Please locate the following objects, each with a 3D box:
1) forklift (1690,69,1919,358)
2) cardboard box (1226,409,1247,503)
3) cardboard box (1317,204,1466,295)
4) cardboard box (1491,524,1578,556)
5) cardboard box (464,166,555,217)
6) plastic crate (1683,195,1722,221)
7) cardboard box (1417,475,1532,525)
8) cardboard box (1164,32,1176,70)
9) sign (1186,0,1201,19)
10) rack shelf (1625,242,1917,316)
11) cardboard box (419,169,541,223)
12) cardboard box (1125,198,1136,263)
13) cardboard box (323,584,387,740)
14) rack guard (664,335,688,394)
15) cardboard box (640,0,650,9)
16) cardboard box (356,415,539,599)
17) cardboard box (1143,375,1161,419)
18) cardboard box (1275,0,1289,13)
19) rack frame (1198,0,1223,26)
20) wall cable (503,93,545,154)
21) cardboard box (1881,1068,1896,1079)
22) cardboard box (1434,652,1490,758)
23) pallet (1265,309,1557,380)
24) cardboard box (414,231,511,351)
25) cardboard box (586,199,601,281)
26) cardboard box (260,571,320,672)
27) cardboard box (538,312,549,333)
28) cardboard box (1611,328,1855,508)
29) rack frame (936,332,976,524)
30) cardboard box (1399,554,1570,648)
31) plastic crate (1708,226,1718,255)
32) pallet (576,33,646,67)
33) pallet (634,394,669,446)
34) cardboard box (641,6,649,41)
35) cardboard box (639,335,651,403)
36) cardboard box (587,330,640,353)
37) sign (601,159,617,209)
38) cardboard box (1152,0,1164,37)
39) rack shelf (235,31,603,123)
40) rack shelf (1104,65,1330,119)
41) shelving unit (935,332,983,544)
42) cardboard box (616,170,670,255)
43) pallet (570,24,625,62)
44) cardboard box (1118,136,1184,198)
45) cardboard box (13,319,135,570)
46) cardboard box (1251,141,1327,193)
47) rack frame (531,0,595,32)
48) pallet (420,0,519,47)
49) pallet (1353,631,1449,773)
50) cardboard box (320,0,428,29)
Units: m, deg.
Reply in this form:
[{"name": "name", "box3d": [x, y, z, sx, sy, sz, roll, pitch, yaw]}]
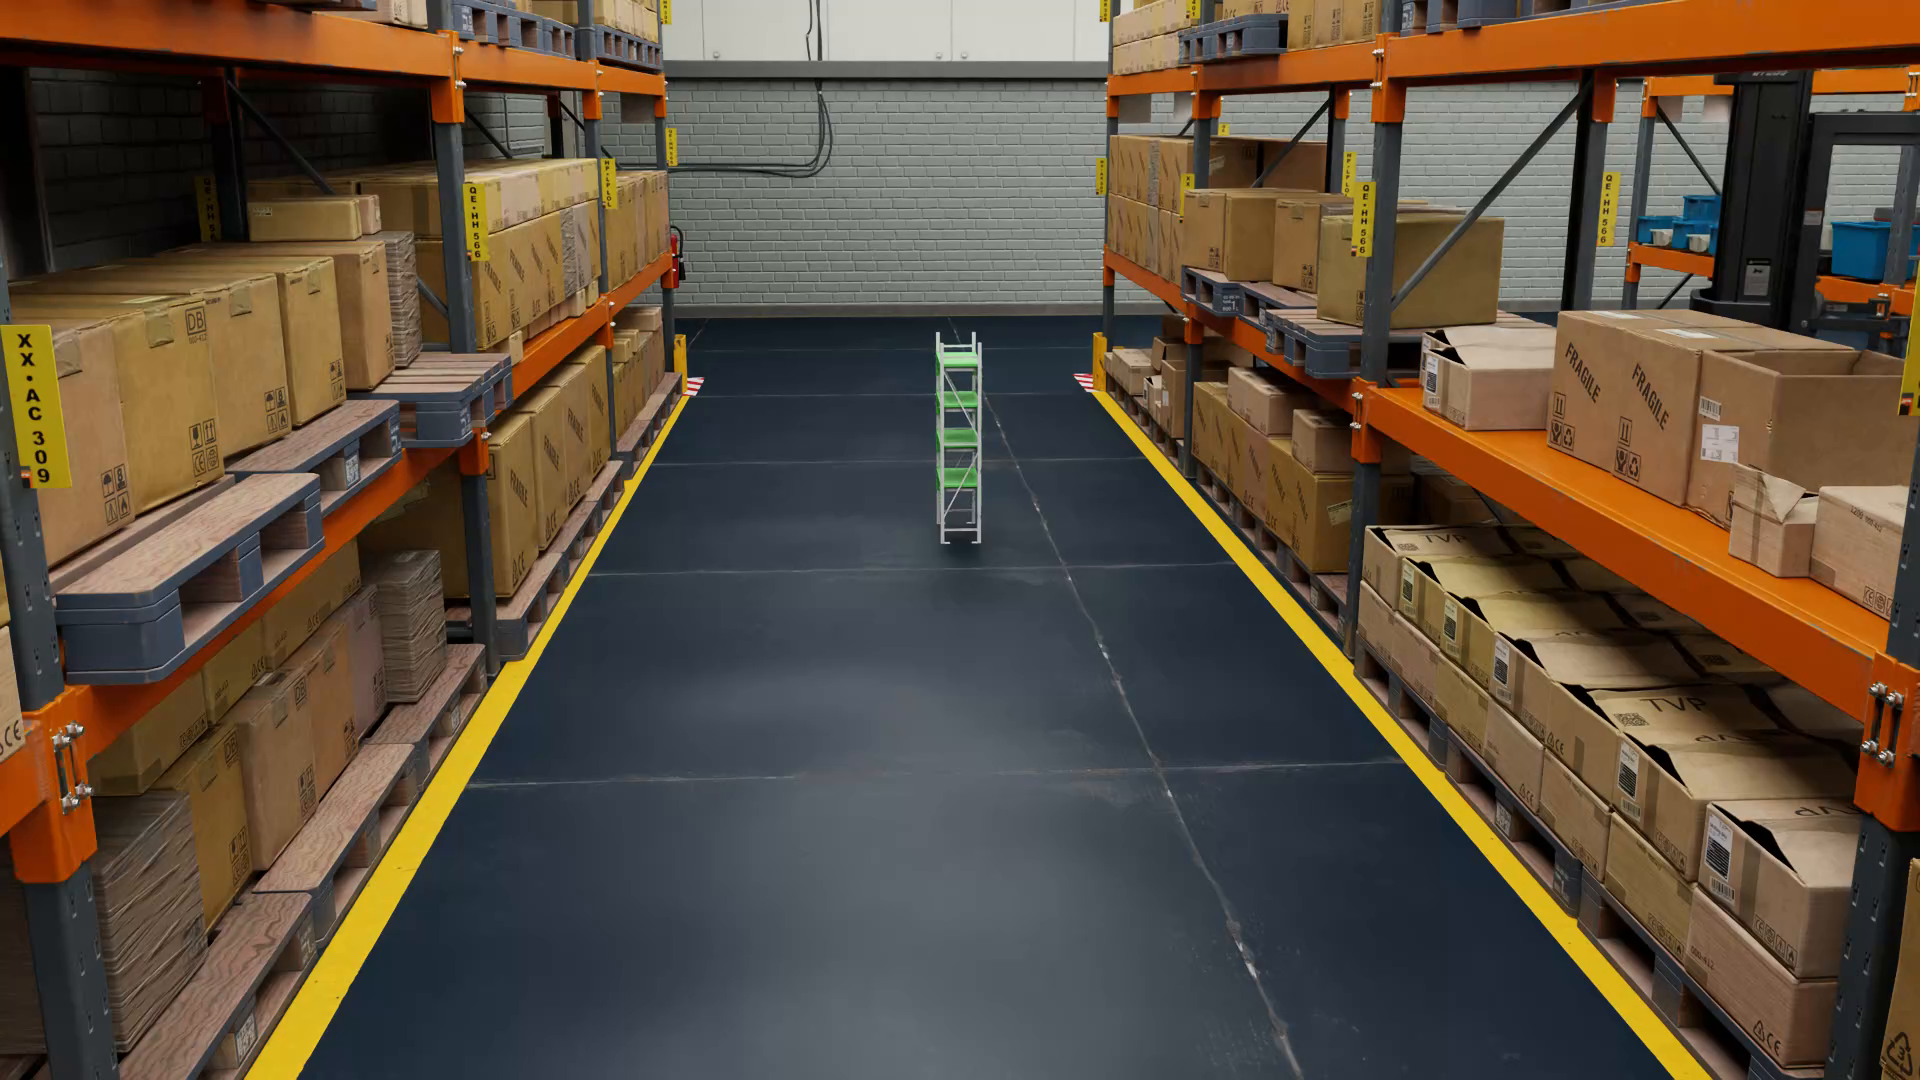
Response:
[{"name": "forklift", "box3d": [5.338, -1.521, 10.056, 3.031, 2.935, 1.130, 6, 15, 21]}, {"name": "cardboard box", "box3d": [1.933, -0.521, 10.164, 0.500, 0.500, 0.500, -1, 14, -3]}, {"name": "cardboard box", "box3d": [2.309, -1.541, 8.954, 0.700, 0.500, 0.500, 2, 15, 7]}, {"name": "cardboard box", "box3d": [2.605, 0.079, 7.250, 0.500, 0.311, 0.500, -1, 14, -2]}, {"name": "cardboard box", "box3d": [-2.495, -1.894, 9.025, 0.500, 0.250, 0.500, -1, 14, -5]}, {"name": "plastic crate", "box3d": [6.982, -2.935, 15.223, 0.616, 0.435, 0.499, -1, 14, -3]}, {"name": "cardboard box", "box3d": [2.584, -0.024, 8.235, 0.500, 0.500, 0.500, 0, 14, -1]}, {"name": "cardboard box", "box3d": [1.763, -3.520, 11.971, 0.500, 0.250, 0.500, -1, 14, -3]}, {"name": "sign", "box3d": [1.538, -3.592, 10.909, 0.100, 0.325, 0.005, -1, 14, -3]}, {"name": "rack shelf", "box3d": [6.899, -2.124, 13.704, 1.077, 0.370, 4.000, -1, 14, -3]}, {"name": "cardboard box", "box3d": [-2.457, -1.767, 8.532, 0.500, 0.250, 0.500, -1, 14, -3]}, {"name": "cardboard box", "box3d": [1.661, -2.575, 13.813, 0.500, 0.500, 0.500, -1, 14, -4]}, {"name": "cardboard box", "box3d": [-2.605, 0.479, 6.279, 0.700, 0.500, 0.500, -1, 14, -4]}, {"name": "rack guard", "box3d": [-3.115, -1.612, 15.288, 1.175, 0.500, 0.348, -1, 14, -3]}, {"name": "cardboard box", "box3d": [-2.775, -4.509, 13.264, 0.500, 0.500, 0.500, 0, 14, -2]}, {"name": "cardboard box", "box3d": [-2.532, -0.174, 8.155, 0.750, 0.750, 0.750, -1, 14, -4]}, {"name": "cardboard box", "box3d": [1.714, -1.134, 12.926, 0.500, 0.311, 0.500, -1, 14, -3]}, {"name": "cardboard box", "box3d": [2.122, -3.194, 9.156, 0.600, 0.600, 0.600, -1, 15, -6]}, {"name": "rack frame", "box3d": [2.079, -4.804, 10.640, 1.000, 3.000, 0.127, -1, 14, -3]}, {"name": "wall cable", "box3d": [-4.137, -3.612, 16.008, 0.084, 1.984, 1.851, -1, 14, -3]}, {"name": "cardboard box", "box3d": [2.300, 1.339, 3.479, 0.500, 0.250, 0.500, -1, 14, -3]}, {"name": "cardboard box", "box3d": [2.136, 0.613, 6.300, 0.500, 0.250, 0.500, -1, 14, -5]}, {"name": "pallet", "box3d": [2.214, -0.979, 8.196, 1.213, 0.211, 1.003, -1, 14, -3]}, {"name": "cardboard box", "box3d": [-2.392, -1.154, 7.653, 0.500, 0.500, 0.500, 0, 14, -2]}, {"name": "cardboard box", "box3d": [-2.585, -1.913, 10.604, 0.500, 0.500, 0.500, -1, 14, -4]}, {"name": "cardboard box", "box3d": [-2.511, 0.256, 5.639, 0.500, 0.250, 0.500, -1, 14, -4]}, {"name": "cardboard box", "box3d": [-2.522, -1.247, 9.318, 0.380, 0.149, 0.250, 0, 14, -2]}, {"name": "cardboard box", "box3d": [2.479, -0.405, 5.379, 0.500, 0.500, 0.500, -1, 14, -3]}, {"name": "rack frame", "box3d": [-0.025, -0.683, 10.273, 0.240, 1.200, 0.015, -1, 14, -3]}, {"name": "cardboard box", "box3d": [2.107, 0.218, 6.711, 0.500, 0.311, 0.500, -1, 14, -5]}, {"name": "plastic crate", "box3d": [6.543, -2.523, 14.030, 0.416, 0.233, 0.300, -1, 14, -3]}, {"name": "pallet", "box3d": [-2.978, -3.738, 12.692, 1.003, 0.211, 1.213, -1, 14, -3]}, {"name": "pallet", "box3d": [-2.913, -0.966, 13.356, 1.003, 0.211, 1.213, -1, 14, -3]}, {"name": "cardboard box", "box3d": [-2.769, -4.141, 13.338, 0.500, 0.250, 0.500, -1, 14, -6]}, {"name": "cardboard box", "box3d": [-2.907, -1.387, 13.572, 0.700, 0.500, 0.500, -1, 14, -5]}, {"name": "cardboard box", "box3d": [-2.681, -1.534, 12.841, 0.380, 0.149, 0.250, -1, 14, -5]}, {"name": "sign", "box3d": [-2.324, -2.355, 10.994, 0.100, 0.325, 0.005, -1, 14, -3]}, {"name": "cardboard box", "box3d": [1.721, -3.887, 12.391, 0.500, 0.250, 0.500, -1, 14, -3]}, {"name": "rack shelf", "box3d": [-2.741, -2.429, 8.869, 1.077, 0.370, 4.000, -1, 14, -3]}, {"name": "rack shelf", "box3d": [1.955, -3.501, 13.037, 1.077, 0.370, 4.000, -1, 14, -3]}, {"name": "shelving unit", "box3d": [-0.010, -0.622, 10.037, 0.258, 1.200, 0.503, -1, 14, -3]}, {"name": "cardboard box", "box3d": [-3.072, -2.835, 14.423, 0.980, 0.700, 0.700, 0, 14, -1]}, {"name": "pallet", "box3d": [-2.906, -3.435, 11.516, 1.003, 0.211, 1.213, -1, 14, -3]}, {"name": "cardboard box", "box3d": [1.635, -3.182, 14.167, 0.500, 0.500, 0.500, -1, 14, -3]}, {"name": "cardboard box", "box3d": [-2.367, -0.221, 3.781, 0.700, 0.500, 0.500, -1, 14, -3]}, {"name": "cardboard box", "box3d": [2.330, -2.553, 11.723, 0.500, 0.500, 0.500, -1, 14, -2]}, {"name": "rack frame", "box3d": [-2.865, -4.727, 10.339, 1.000, 3.000, 0.127, -1, 14, -3]}, {"name": "pallet", "box3d": [-2.710, -2.347, 7.489, 1.213, 0.211, 1.003, 0, 14, -1]}, {"name": "pallet", "box3d": [2.339, 0.651, 7.071, 1.003, 0.211, 1.213, -1, 14, -3]}, {"name": "cardboard box", "box3d": [-2.303, -2.071, 6.176, 0.500, 0.311, 0.500, -1, 14, -3]}]
